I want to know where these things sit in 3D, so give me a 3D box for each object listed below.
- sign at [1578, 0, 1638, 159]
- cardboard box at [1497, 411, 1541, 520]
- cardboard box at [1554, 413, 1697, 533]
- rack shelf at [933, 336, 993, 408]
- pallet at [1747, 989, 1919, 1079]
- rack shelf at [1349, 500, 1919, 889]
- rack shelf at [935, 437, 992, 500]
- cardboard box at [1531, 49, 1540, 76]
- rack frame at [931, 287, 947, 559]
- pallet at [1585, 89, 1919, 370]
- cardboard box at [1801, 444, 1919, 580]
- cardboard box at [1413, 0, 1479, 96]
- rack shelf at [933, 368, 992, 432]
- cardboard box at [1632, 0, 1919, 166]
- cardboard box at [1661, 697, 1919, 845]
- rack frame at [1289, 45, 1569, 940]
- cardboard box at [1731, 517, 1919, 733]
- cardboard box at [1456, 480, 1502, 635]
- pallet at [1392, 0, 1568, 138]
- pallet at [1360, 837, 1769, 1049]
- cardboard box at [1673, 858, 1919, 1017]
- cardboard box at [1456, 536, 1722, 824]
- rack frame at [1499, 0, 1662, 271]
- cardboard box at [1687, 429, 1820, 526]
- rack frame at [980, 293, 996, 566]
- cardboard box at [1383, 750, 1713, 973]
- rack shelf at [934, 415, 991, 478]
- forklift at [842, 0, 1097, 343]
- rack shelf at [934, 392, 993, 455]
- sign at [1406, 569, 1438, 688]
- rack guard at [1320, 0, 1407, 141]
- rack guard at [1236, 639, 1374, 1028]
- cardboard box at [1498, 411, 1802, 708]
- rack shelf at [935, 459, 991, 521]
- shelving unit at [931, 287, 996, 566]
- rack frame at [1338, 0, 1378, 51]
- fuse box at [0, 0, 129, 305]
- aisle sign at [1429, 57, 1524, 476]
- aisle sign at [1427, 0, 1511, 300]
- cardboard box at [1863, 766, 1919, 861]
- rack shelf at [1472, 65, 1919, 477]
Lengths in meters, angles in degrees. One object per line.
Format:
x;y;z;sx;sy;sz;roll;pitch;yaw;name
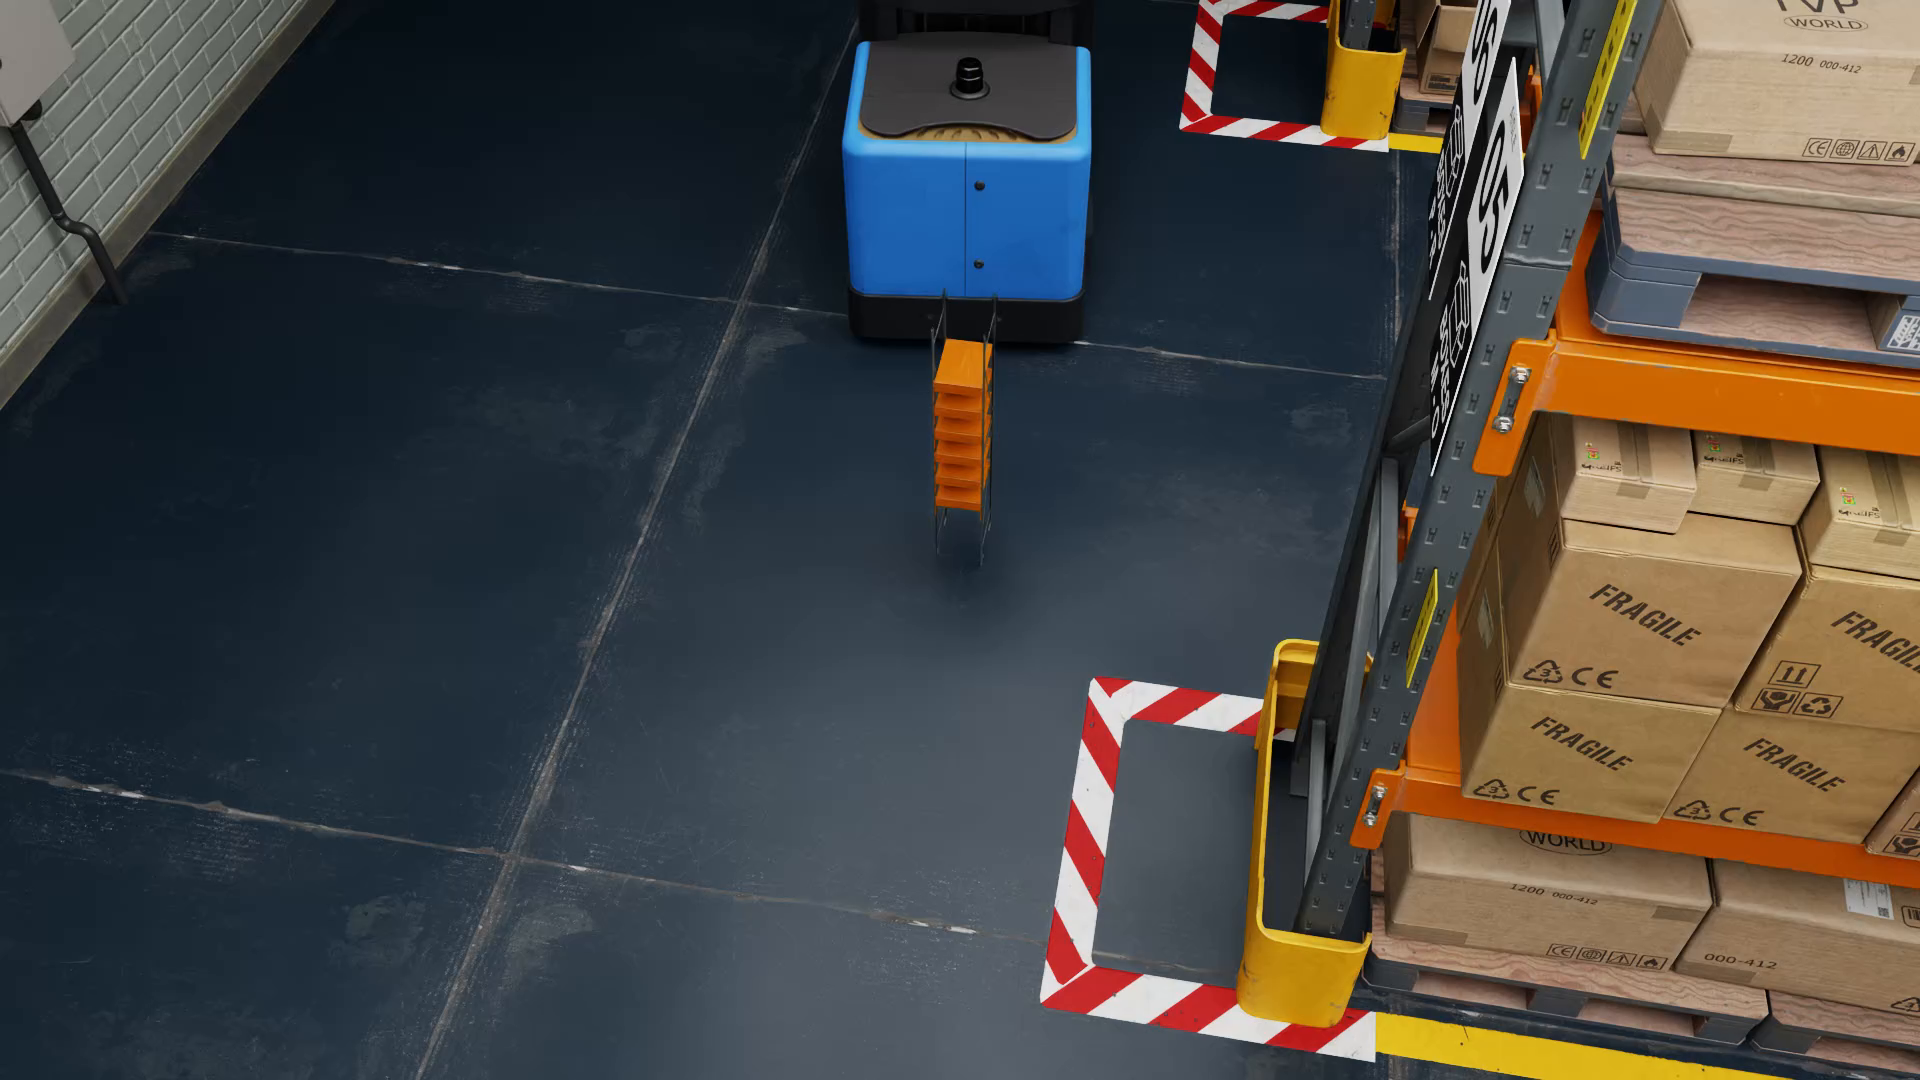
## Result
1.077;-0.796;2.763;0.005;0.325;0.100;8;49;7;sign
1.699;-0.359;4.288;0.500;0.500;0.500;9;49;8;cardboard box
1.482;-0.215;3.723;0.250;0.149;0.380;9;49;8;cardboard box
0.014;-0.610;6.039;0.180;0.103;0.258;8;49;7;rack shelf
3.180;1.263;5.445;1.213;0.211;1.003;8;49;7;pallet
3.150;0.624;4.628;4.000;0.370;1.077;8;49;7;rack shelf
0.014;-0.289;6.396;0.180;0.103;0.258;8;49;7;rack shelf
3.057;-2.467;8.556;0.250;0.149;0.380;6;48;5;cardboard box
-0.076;-0.411;6.285;0.006;1.200;0.240;8;49;7;rack frame
1.914;-0.763;3.434;1.213;0.211;1.003;8;49;7;pallet
1.988;-0.114;3.633;0.250;0.149;0.380;9;49;8;cardboard box
2.646;-2.670;8.501;0.637;0.503;0.797;6;48;5;cardboard box
0.014;-0.530;6.128;0.180;0.103;0.258;8;49;7;rack shelf
1.641;-1.013;3.350;0.500;0.250;0.500;4;48;3;cardboard box
2.106;0.406;4.273;0.500;0.500;0.500;7;48;6;cardboard box
1.182;0.119;4.598;0.127;3.000;1.000;8;49;7;rack frame
2.113;0.087;3.888;0.500;0.500;0.500;6;48;6;cardboard box
1.704;-0.044;4.678;0.500;0.500;0.500;8;49;7;cardboard box
2.920;-2.467;8.797;1.213;0.211;1.003;8;49;7;pallet
1.983;1.100;5.592;1.213;0.211;1.003;8;49;7;pallet
2.751;0.964;5.279;0.875;0.438;0.875;9;49;8;cardboard box
1.603;0.360;4.315;0.500;0.500;0.500;7;48;7;cardboard box
1.182;-1.886;2.367;0.127;3.000;1.000;8;49;7;rack frame
1.753;-0.233;3.739;0.250;0.149;0.380;9;49;8;cardboard box
0.104;-0.387;6.263;0.006;1.200;0.240;8;49;7;rack frame
1.849;0.850;5.382;0.875;0.438;0.875;6;48;6;cardboard box
0.014;-0.369;6.307;0.180;0.103;0.258;8;49;7;rack shelf
0.089;-2.946;7.399;1.130;2.935;3.031;2;48;2;forklift
0.014;-0.450;6.218;0.180;0.103;0.258;8;49;7;rack shelf
1.077;0.209;3.882;0.005;0.325;0.100;8;49;7;sign
2.136;-2.669;8.784;0.348;0.500;1.175;8;49;7;rack guard
1.158;0.952;5.531;0.348;0.500;1.175;8;49;7;rack guard
1.604;0.024;3.945;0.500;0.500;0.500;7;48;6;cardboard box
0.014;-0.209;6.486;0.180;0.103;0.258;8;49;7;rack shelf
0.014;-0.399;6.274;0.189;1.200;0.258;8;49;7;shelving unit
2.061;-3.514;7.863;0.127;3.000;1.000;8;49;7;rack frame
-3.854;-1.697;7.097;0.414;1.711;0.539;8;49;7;fuse box
1.059;-0.547;3.449;0.004;0.787;0.394;8;49;7;aisle sign
1.166;-0.986;3.844;0.004;0.787;0.394;8;49;7;aisle sign
2.603;0.487;4.201;0.500;0.500;0.500;7;48;7;cardboard box
3.150;-0.378;3.512;4.000;0.370;1.077;8;49;7;rack shelf
